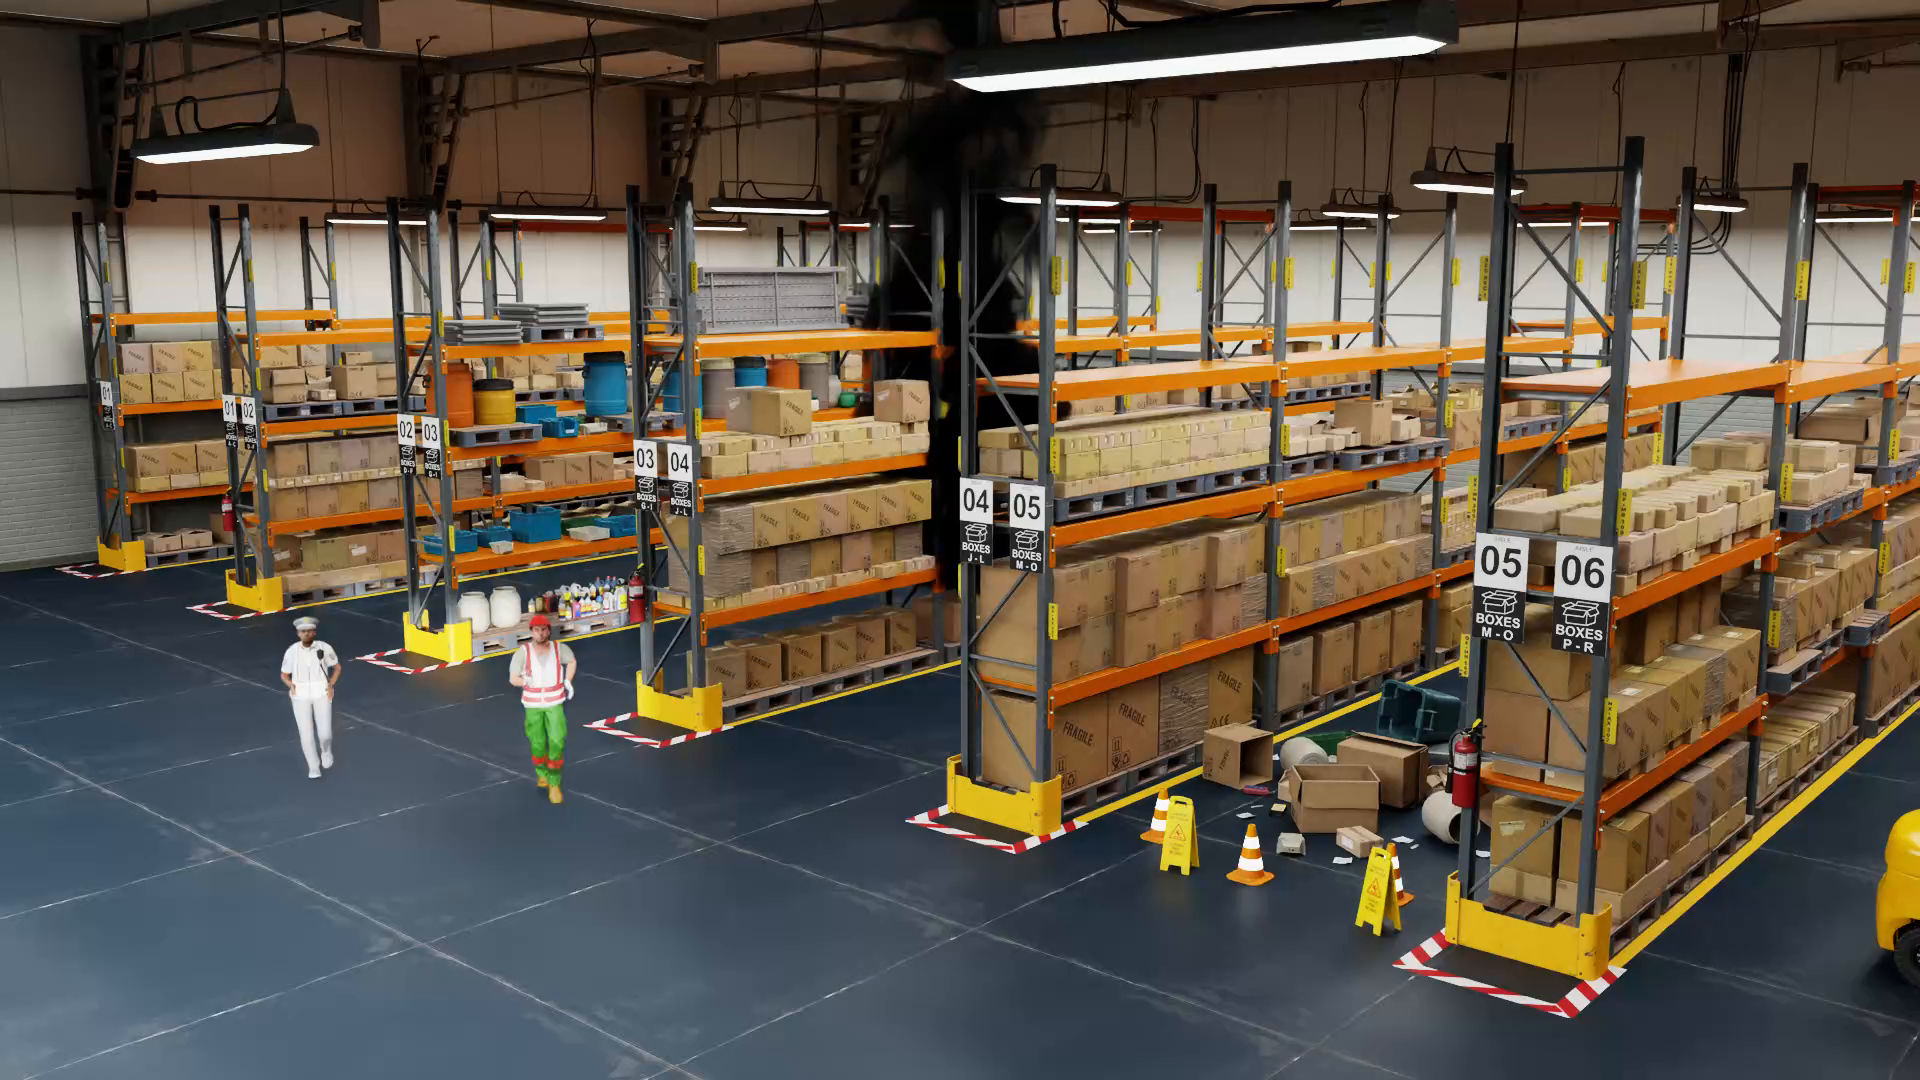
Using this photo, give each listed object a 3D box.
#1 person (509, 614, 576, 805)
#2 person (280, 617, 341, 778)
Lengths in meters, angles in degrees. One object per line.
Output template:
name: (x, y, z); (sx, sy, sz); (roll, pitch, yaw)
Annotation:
person: (-4.024, 1.631, 16.102); (0.631, 1.839, 0.720); (-2, 10, -13)
person: (-6.533, 1.584, 16.758); (0.570, 1.653, 0.568); (-3, 10, -19)
